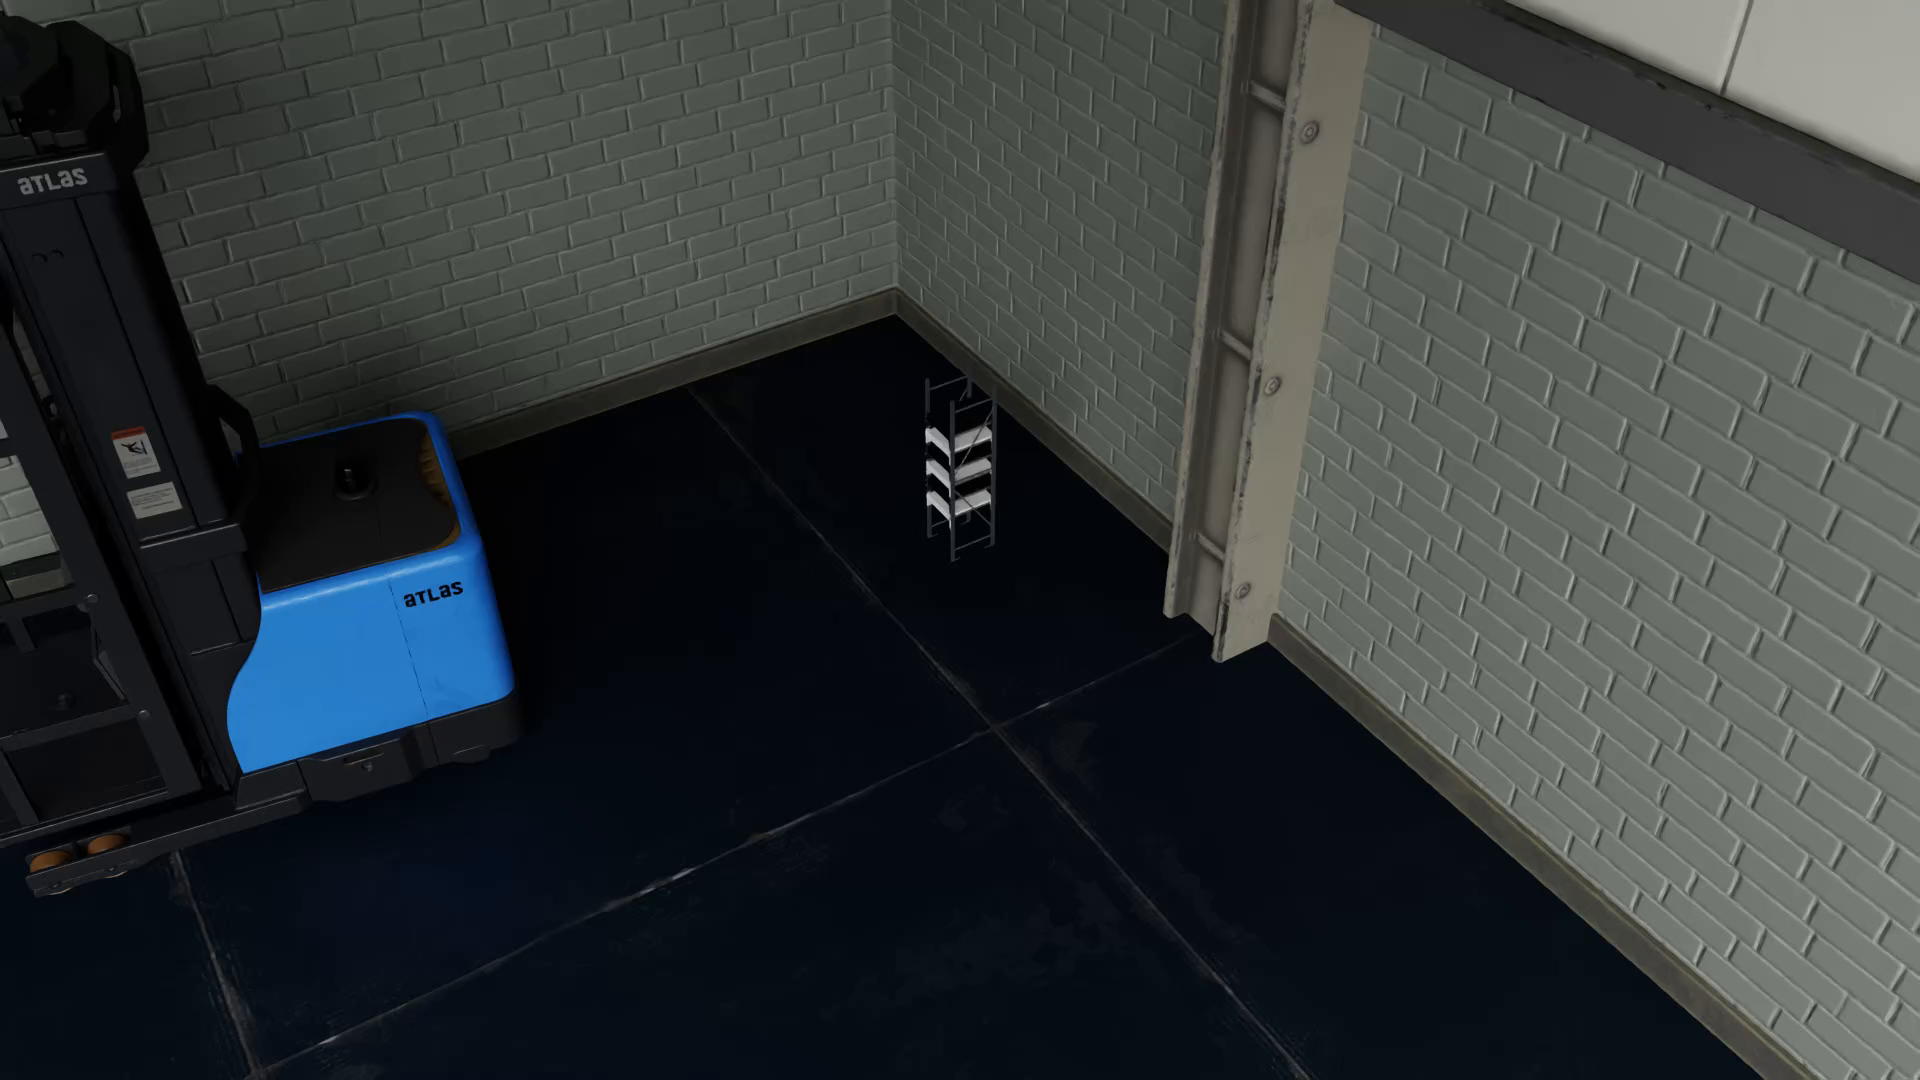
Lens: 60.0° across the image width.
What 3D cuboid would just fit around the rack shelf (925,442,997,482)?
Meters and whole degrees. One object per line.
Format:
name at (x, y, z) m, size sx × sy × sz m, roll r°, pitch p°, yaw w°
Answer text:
rack shelf at (0.004, -0.385, 7.481) m, size 0.258 × 0.077 × 0.200 m, roll -22°, pitch 45°, yaw -24°

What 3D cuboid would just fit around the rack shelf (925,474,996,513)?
rack shelf at (0.004, -0.247, 7.596) m, size 0.258 × 0.077 × 0.200 m, roll -22°, pitch 45°, yaw -24°

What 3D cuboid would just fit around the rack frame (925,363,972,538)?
rack frame at (-0.050, -0.396, 7.583) m, size 0.240 × 0.900 × 0.006 m, roll -22°, pitch 45°, yaw -24°

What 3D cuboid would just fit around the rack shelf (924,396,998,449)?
rack shelf at (0.004, -0.523, 7.366) m, size 0.258 × 0.077 × 0.200 m, roll -22°, pitch 45°, yaw -24°

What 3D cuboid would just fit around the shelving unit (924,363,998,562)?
shelving unit at (0.004, -0.341, 7.517) m, size 0.258 × 0.900 × 0.210 m, roll -22°, pitch 45°, yaw -24°

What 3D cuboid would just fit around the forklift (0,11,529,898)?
forklift at (-3.322, -0.188, 5.747) m, size 3.031 × 2.935 × 1.130 m, roll -16°, pitch 42°, yaw -18°

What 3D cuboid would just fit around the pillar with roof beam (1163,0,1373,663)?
pillar with roof beam at (-2.491, -1.602, 2.703) m, size 9.100 × 9.000 × 0.400 m, roll -22°, pitch 45°, yaw -24°

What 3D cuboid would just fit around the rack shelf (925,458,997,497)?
rack shelf at (0.004, -0.316, 7.539) m, size 0.258 × 0.077 × 0.200 m, roll -22°, pitch 45°, yaw -24°

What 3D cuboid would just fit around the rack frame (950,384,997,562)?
rack frame at (0.059, -0.286, 7.451) m, size 0.240 × 0.900 × 0.006 m, roll -22°, pitch 45°, yaw -24°

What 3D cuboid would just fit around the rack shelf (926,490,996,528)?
rack shelf at (0.004, -0.177, 7.654) m, size 0.258 × 0.077 × 0.200 m, roll -22°, pitch 45°, yaw -24°

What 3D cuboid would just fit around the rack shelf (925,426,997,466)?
rack shelf at (0.004, -0.454, 7.423) m, size 0.258 × 0.077 × 0.200 m, roll -22°, pitch 45°, yaw -24°
